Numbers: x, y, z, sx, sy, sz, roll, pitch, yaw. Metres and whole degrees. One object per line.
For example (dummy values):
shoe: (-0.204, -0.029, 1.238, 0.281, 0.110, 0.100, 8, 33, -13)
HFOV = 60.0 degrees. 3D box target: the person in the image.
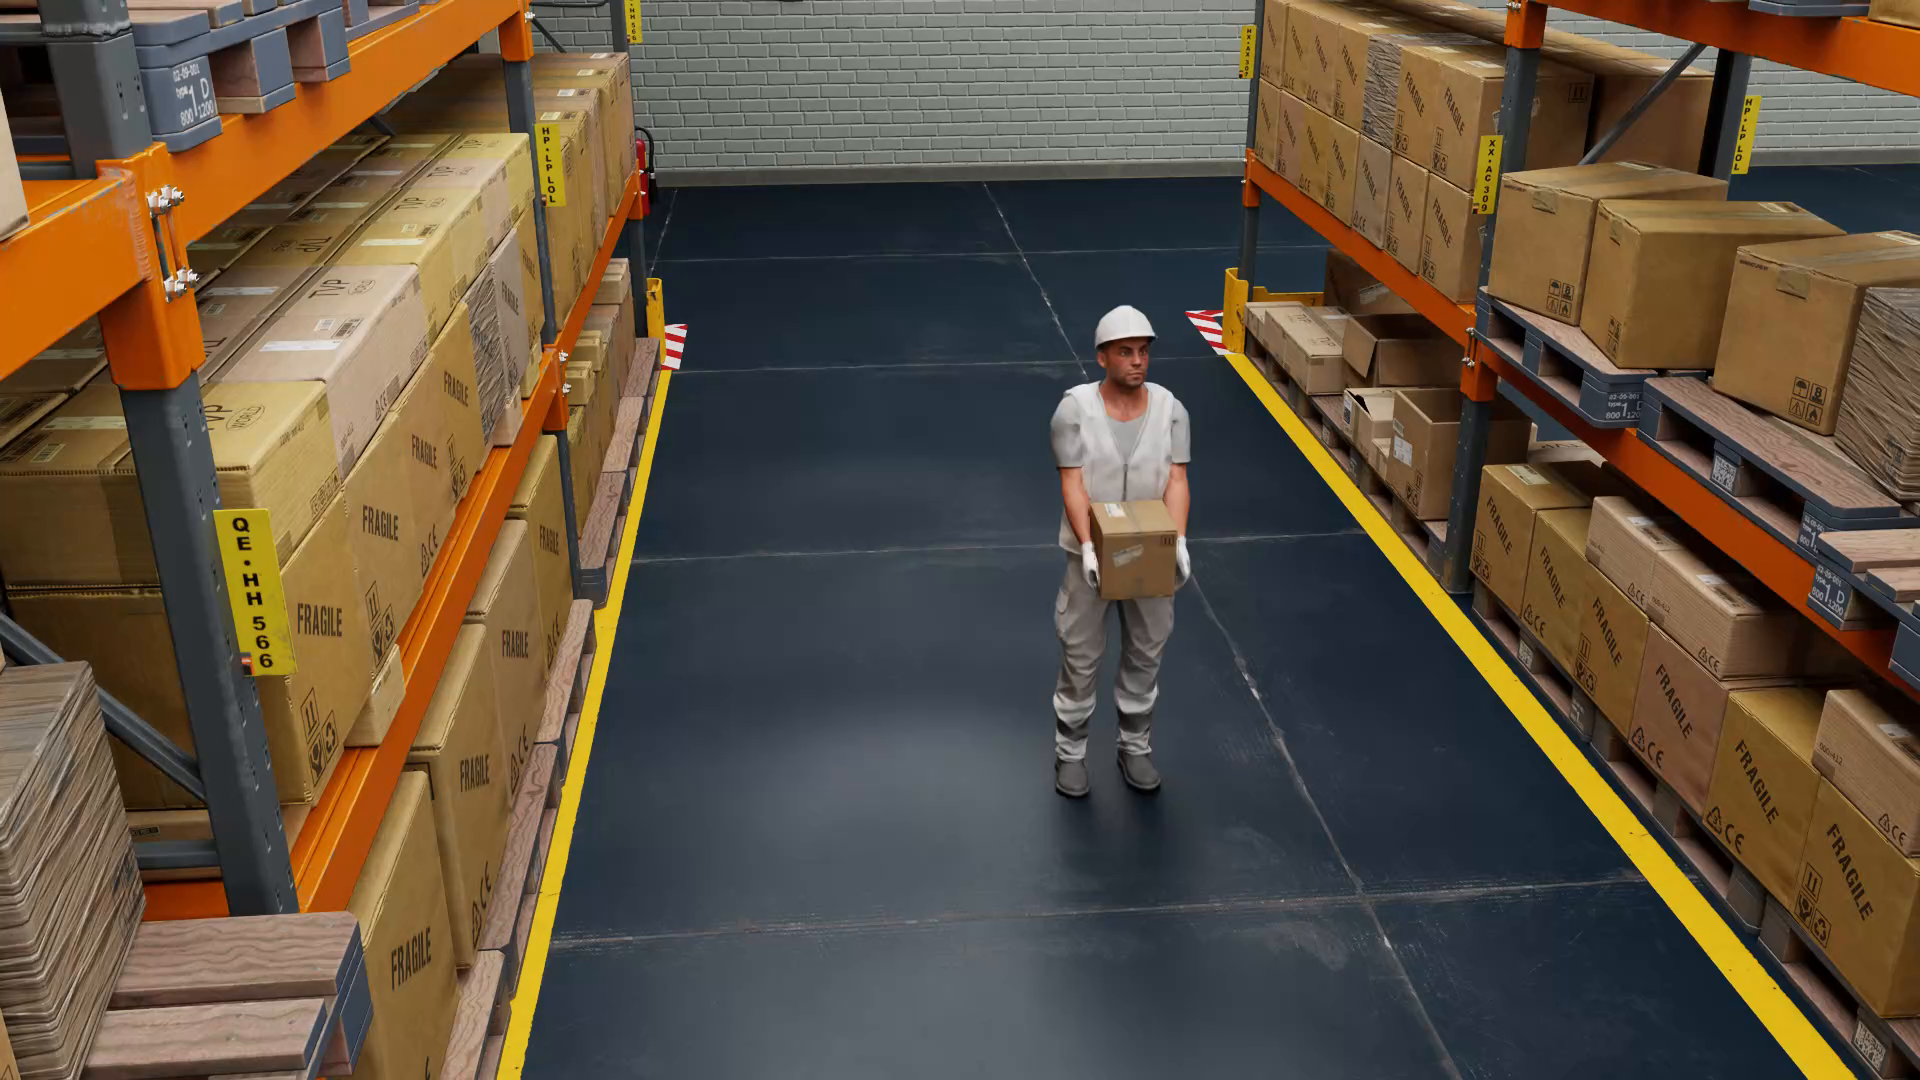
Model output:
person: (0.581, 0.090, 5.861, 0.504, 1.790, 0.559, -4, 24, -9)
